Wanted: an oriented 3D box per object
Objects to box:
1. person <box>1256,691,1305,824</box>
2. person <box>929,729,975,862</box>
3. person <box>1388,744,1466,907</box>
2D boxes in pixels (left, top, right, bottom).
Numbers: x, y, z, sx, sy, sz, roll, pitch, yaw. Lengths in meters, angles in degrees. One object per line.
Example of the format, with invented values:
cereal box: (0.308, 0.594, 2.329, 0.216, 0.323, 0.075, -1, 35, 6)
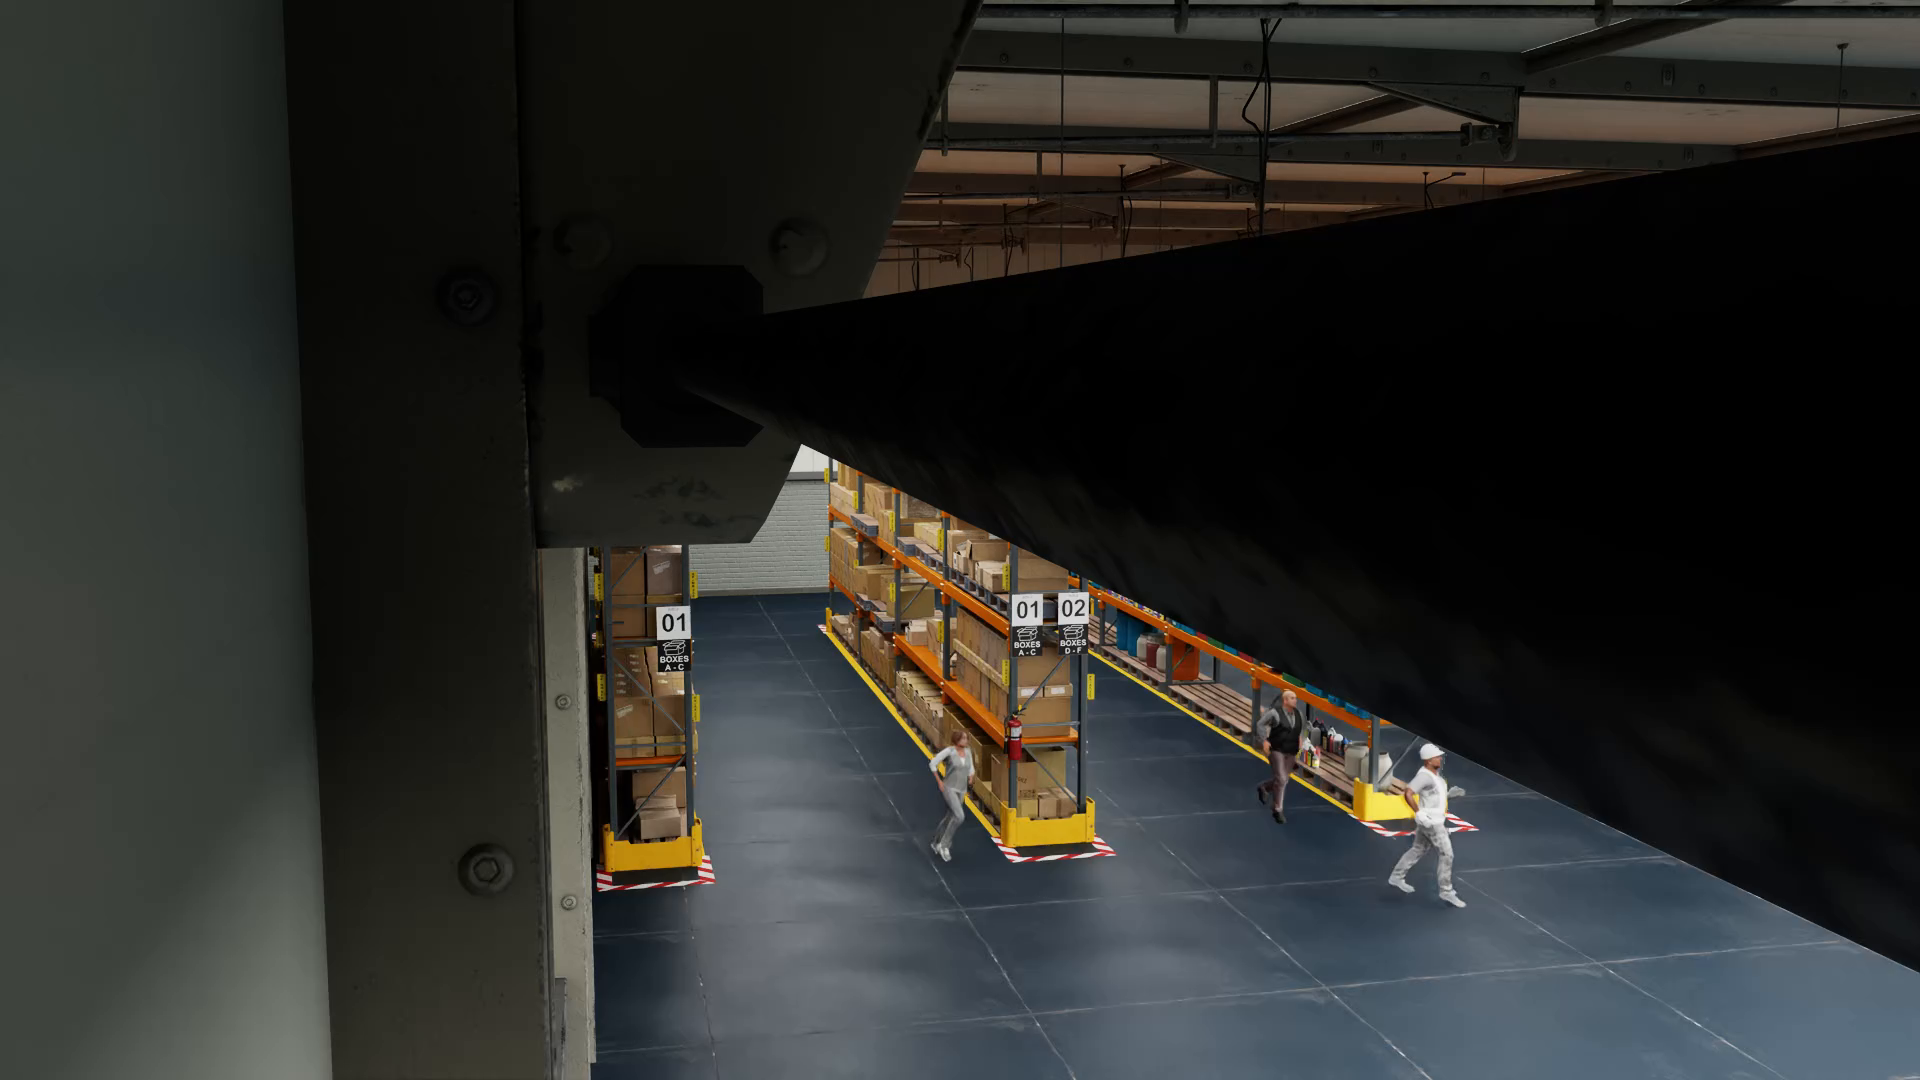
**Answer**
person: (4.329, 2.857, 22.328, 0.697, 1.701, 0.860, -3, 7, -23)
person: (-0.072, 3.125, 20.538, 0.544, 1.593, 0.625, -6, 9, -44)
person: (5.302, 3.203, 18.805, 0.857, 1.826, 0.672, 2, 7, 13)
